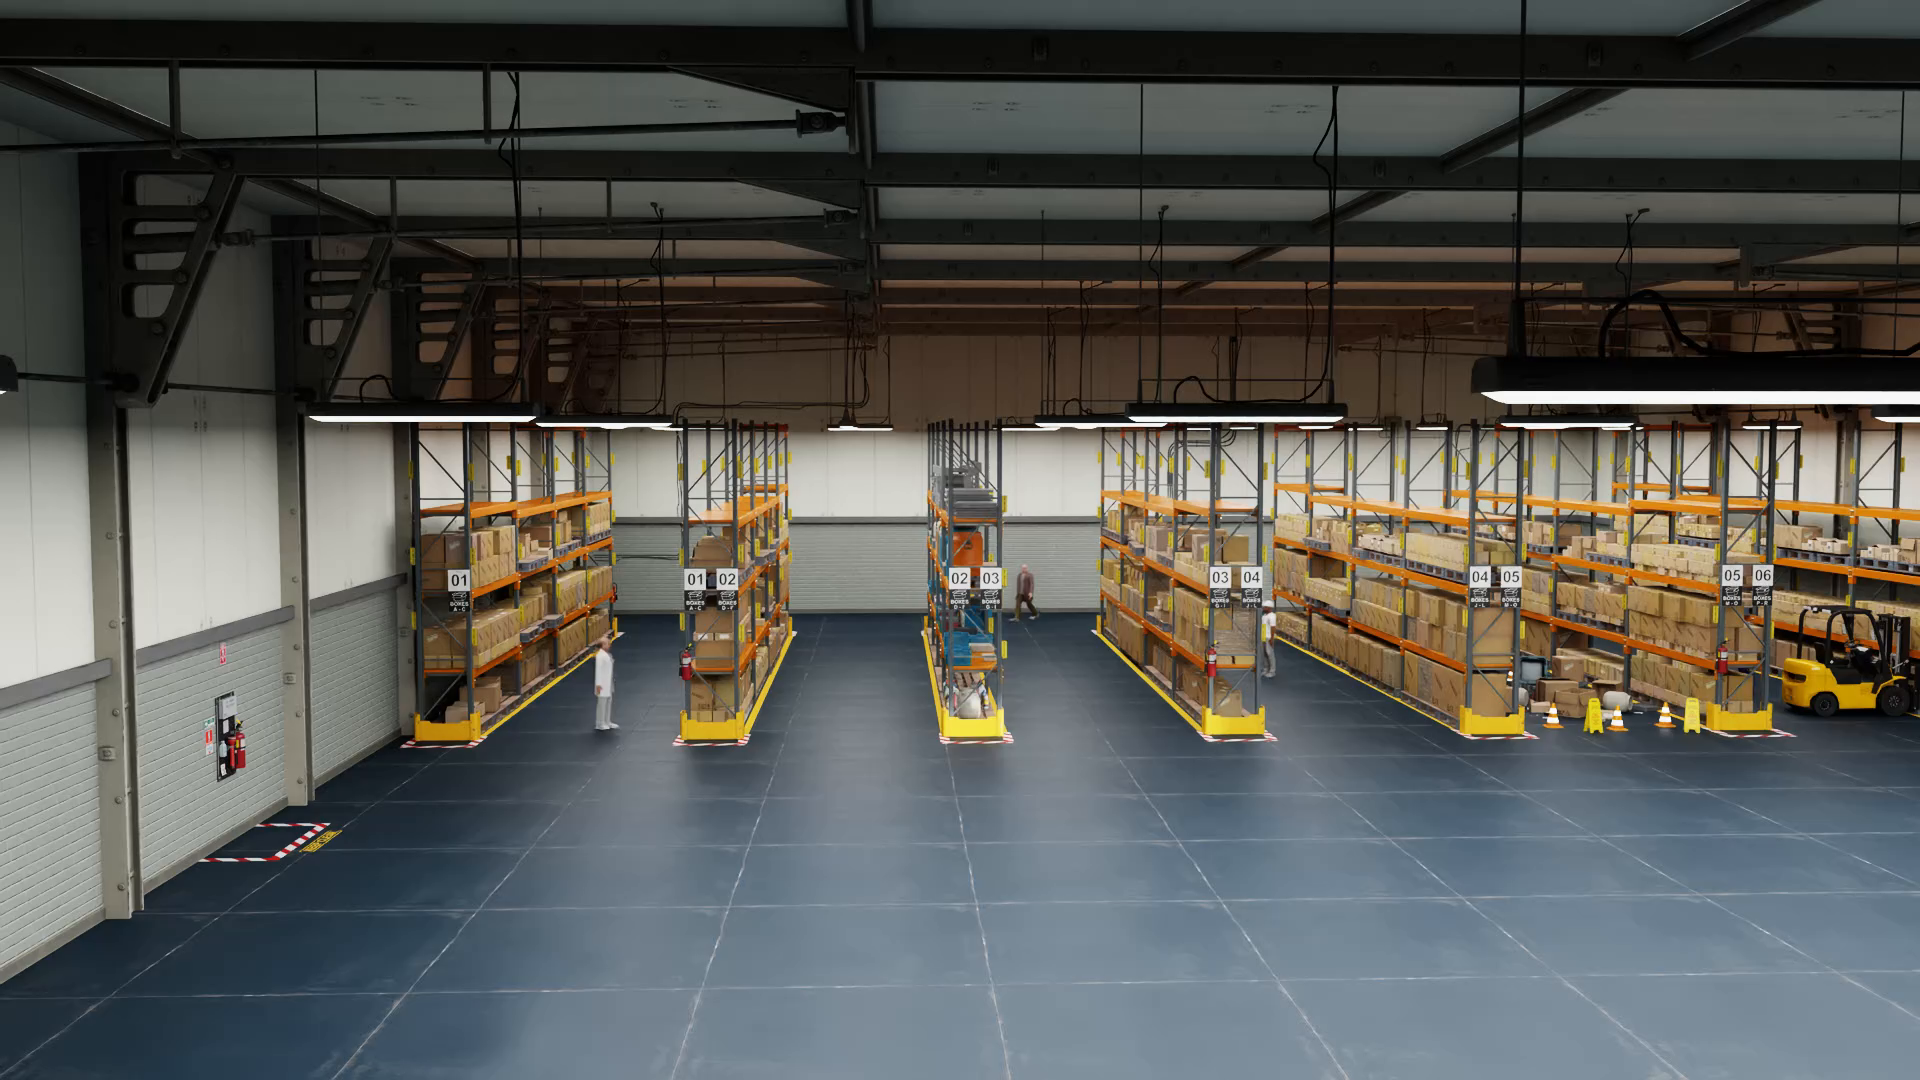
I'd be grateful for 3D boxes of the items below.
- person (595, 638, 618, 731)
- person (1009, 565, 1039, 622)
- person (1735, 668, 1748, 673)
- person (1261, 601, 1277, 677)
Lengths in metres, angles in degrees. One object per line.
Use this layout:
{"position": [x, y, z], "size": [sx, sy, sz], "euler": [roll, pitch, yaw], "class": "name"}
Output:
{"position": [-6.864, 2.774, 32.122], "size": [0.389, 1.789, 0.691], "euler": [0, 4, 5], "class": "person"}
{"position": [1.952, 1.616, 50.586], "size": [0.659, 1.742, 1.092], "euler": [3, 4, 35], "class": "person"}
{"position": [17.102, 2.584, 36.446], "size": [0.499, 1.616, 0.600], "euler": [-2, 4, -32], "class": "person"}
{"position": [7.261, 2.323, 39.310], "size": [0.462, 1.769, 0.601], "euler": [-2, 4, -23], "class": "person"}
